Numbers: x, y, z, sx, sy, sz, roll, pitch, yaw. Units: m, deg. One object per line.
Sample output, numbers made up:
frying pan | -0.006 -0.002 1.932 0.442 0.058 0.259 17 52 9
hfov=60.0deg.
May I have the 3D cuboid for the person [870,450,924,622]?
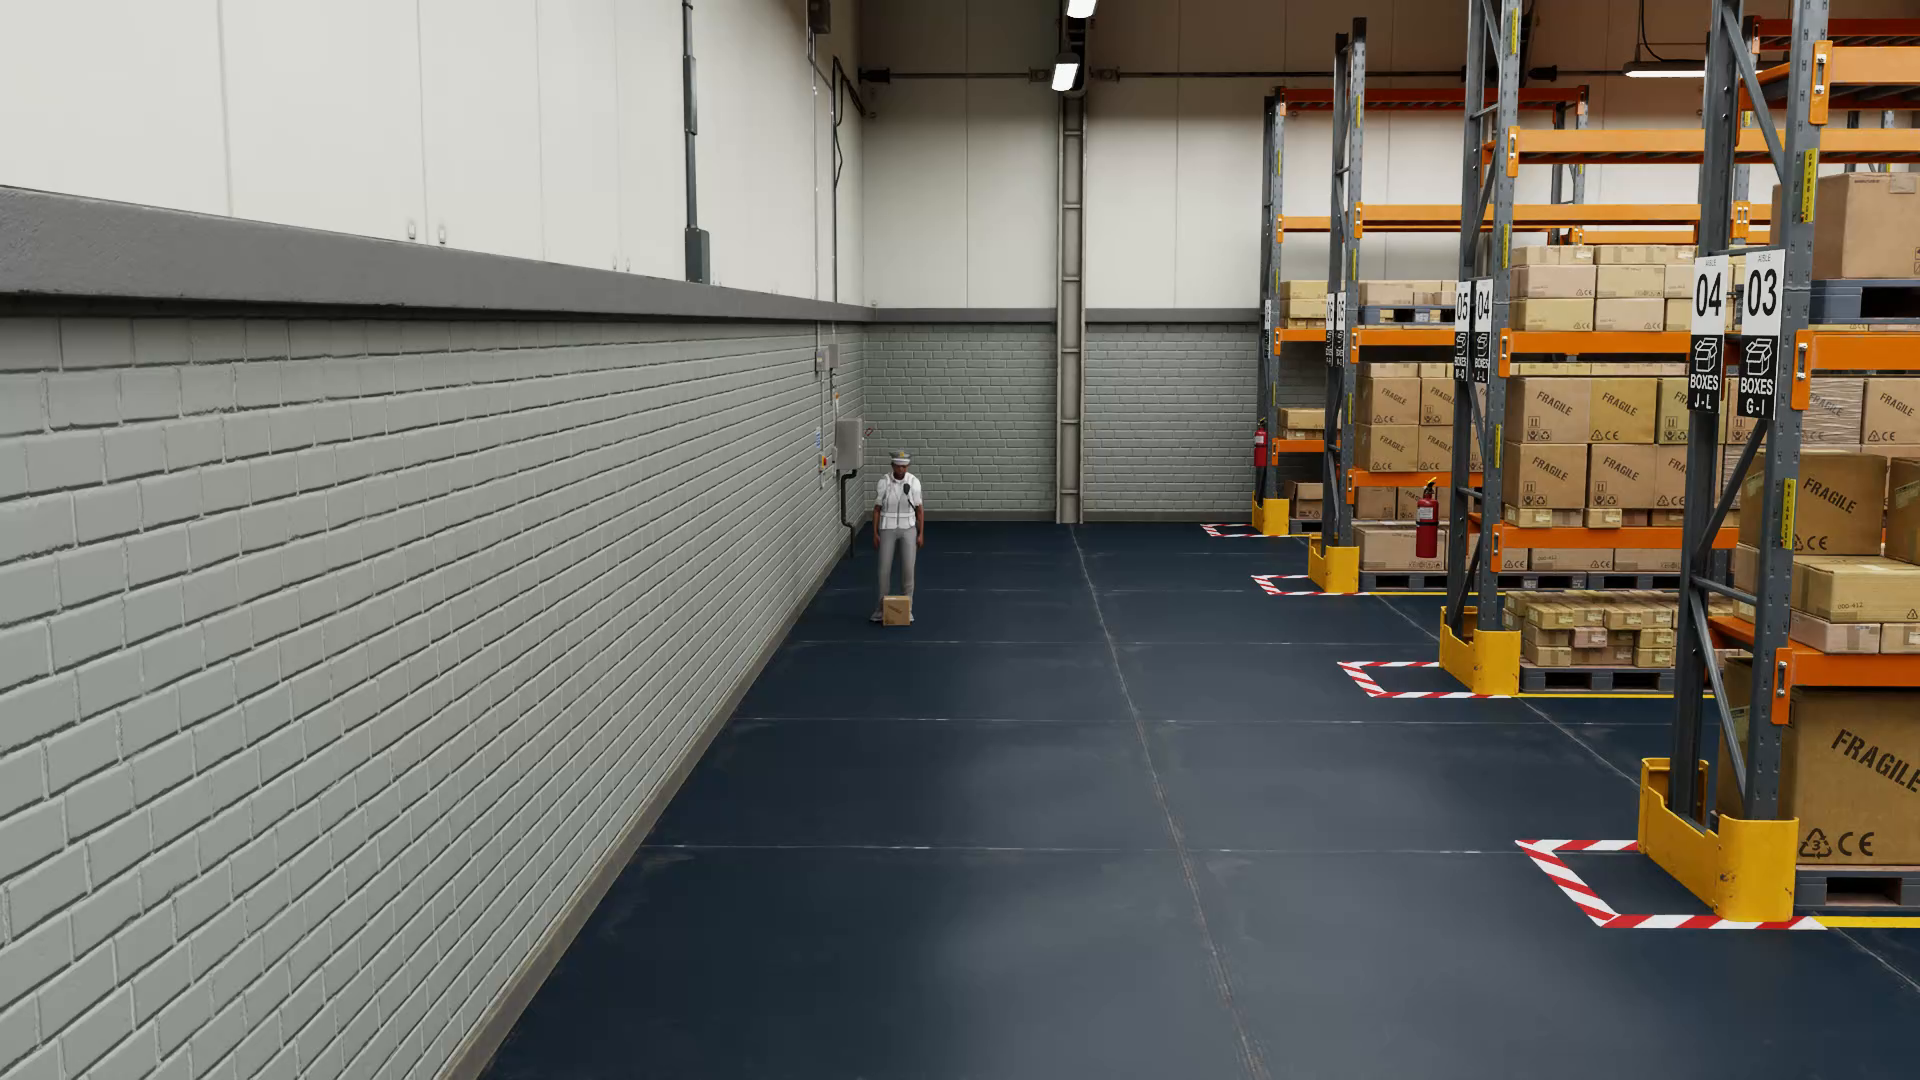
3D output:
person | -0.613 -0.047 16.148 0.527 1.658 0.428 0 7 -2
